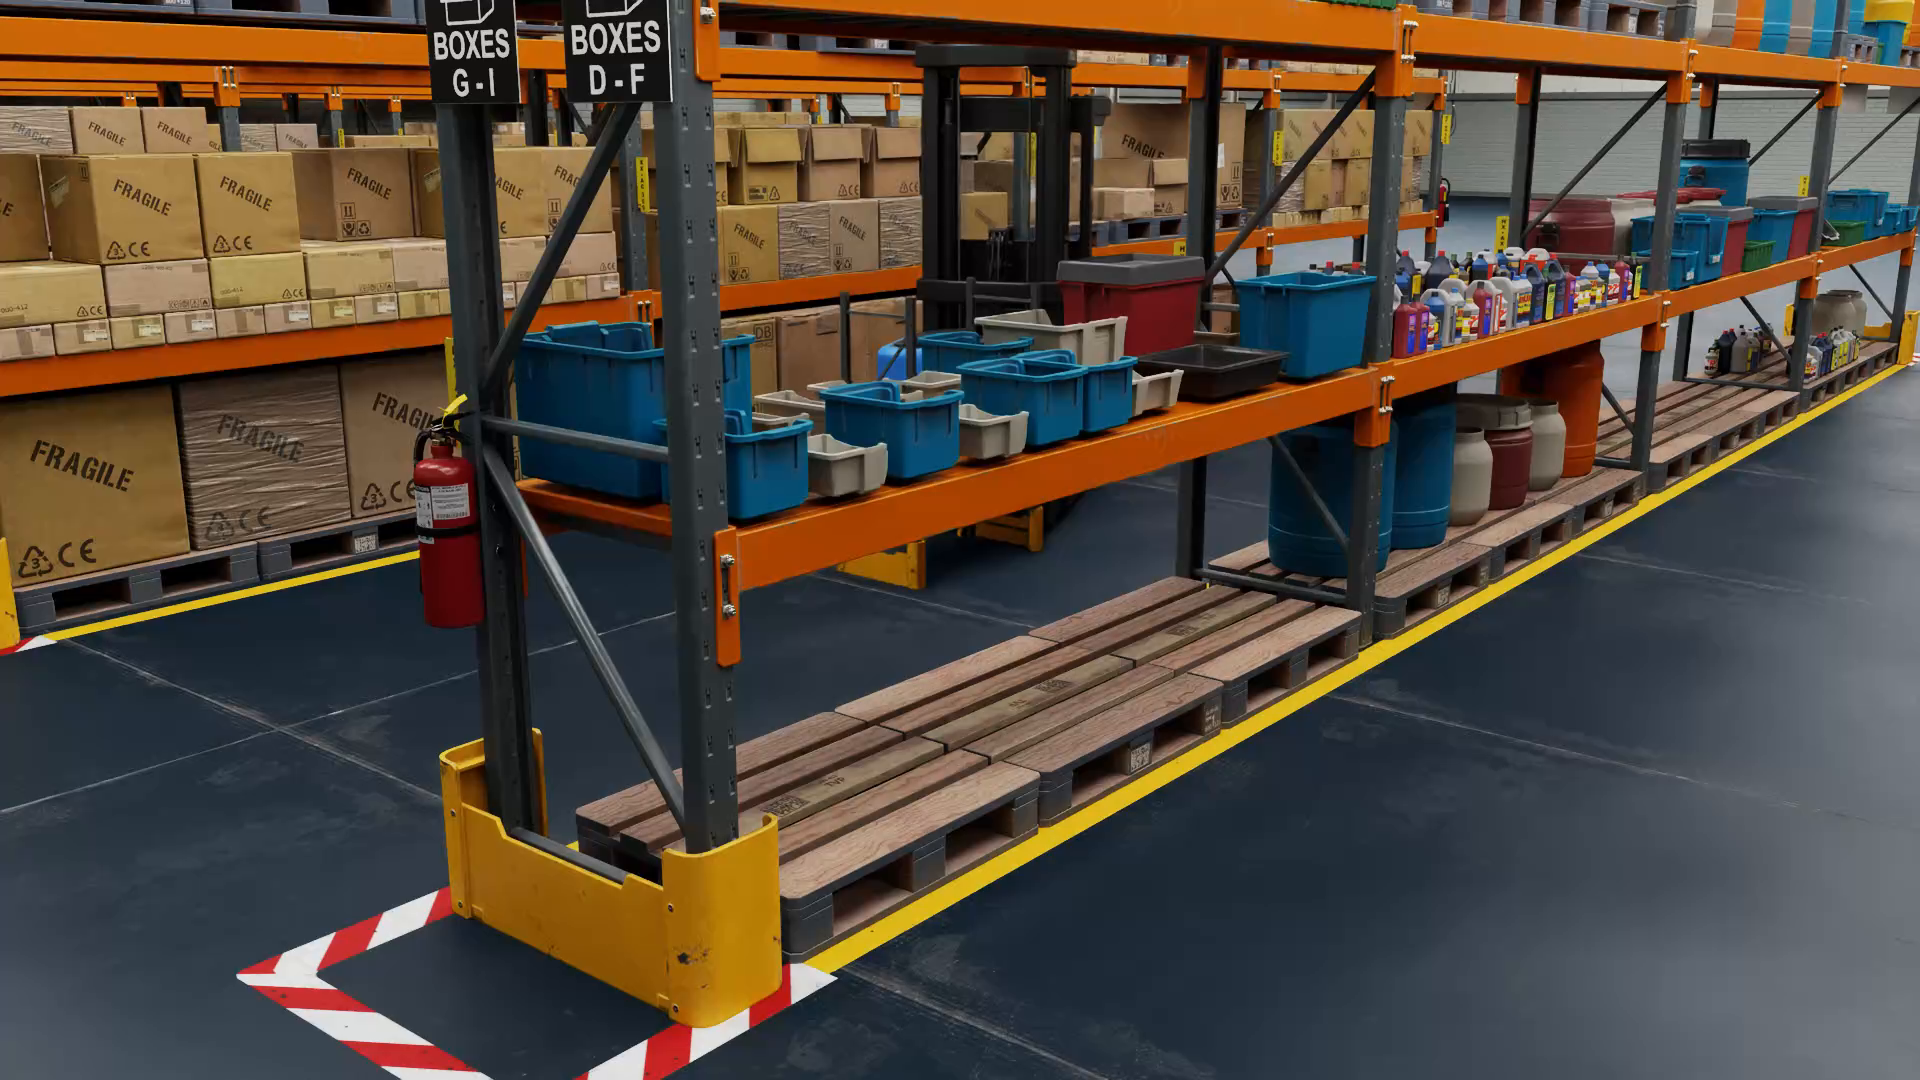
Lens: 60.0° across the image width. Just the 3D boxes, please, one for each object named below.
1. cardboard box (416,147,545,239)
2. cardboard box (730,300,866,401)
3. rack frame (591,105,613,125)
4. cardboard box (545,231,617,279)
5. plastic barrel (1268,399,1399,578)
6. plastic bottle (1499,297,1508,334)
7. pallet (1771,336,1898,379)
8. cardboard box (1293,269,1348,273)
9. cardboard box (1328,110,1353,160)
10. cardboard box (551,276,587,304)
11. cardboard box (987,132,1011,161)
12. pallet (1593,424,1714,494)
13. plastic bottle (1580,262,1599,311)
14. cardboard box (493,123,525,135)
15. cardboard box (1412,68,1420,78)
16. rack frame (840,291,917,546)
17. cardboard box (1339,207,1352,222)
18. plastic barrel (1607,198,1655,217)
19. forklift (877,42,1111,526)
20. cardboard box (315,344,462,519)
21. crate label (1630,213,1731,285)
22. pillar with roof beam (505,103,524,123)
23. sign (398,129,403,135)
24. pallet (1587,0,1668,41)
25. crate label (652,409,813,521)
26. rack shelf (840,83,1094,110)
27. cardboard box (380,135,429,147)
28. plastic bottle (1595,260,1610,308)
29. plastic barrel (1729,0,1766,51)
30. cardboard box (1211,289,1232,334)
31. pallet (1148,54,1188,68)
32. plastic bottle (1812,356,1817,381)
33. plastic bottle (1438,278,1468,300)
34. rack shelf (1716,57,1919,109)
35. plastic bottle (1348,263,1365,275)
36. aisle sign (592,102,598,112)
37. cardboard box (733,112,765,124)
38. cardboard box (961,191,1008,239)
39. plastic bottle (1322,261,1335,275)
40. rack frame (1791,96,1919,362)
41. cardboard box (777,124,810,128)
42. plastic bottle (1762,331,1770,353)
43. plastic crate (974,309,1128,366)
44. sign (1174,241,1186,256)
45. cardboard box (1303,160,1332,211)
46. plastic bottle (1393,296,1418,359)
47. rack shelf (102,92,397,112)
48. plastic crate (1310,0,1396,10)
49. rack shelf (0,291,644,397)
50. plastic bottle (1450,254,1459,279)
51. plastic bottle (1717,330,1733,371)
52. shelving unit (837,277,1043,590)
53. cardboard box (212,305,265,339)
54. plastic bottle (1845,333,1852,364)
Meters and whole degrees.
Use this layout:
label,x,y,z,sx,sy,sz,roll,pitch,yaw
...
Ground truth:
label,x,y,z,sx,sy,sz,roll,pitch,yaw
cardboard box,-2.770,-2.009,9.616,0.500,0.500,0.500,11,18,38
cardboard box,-1.423,-1.269,11.990,1.225,0.875,0.875,10,18,36
rack frame,-5.051,-4.864,22.679,1.000,3.000,0.127,11,18,38
cardboard box,-2.444,-1.745,10.100,0.500,0.250,0.500,11,18,37
plastic barrel,1.837,-0.320,8.200,0.600,0.901,0.708,11,18,38
plastic bottle,2.745,-1.161,8.504,0.097,0.201,0.097,0,14,0
pallet,8.498,-1.802,16.289,1.003,0.211,1.213,11,18,38
cardboard box,4.009,-2.735,18.521,0.500,0.500,0.500,14,20,43
cardboard box,3.766,-4.246,17.409,0.500,0.500,0.500,11,18,38
cardboard box,-2.469,-1.518,10.018,0.380,0.149,0.250,12,18,39
cardboard box,0.150,-5.087,21.059,0.875,0.550,0.500,11,18,38
pallet,4.513,-0.589,11.513,1.003,0.211,1.213,11,18,38
plastic bottle,3.597,-1.454,9.517,0.097,0.271,0.097,0,14,0
cardboard box,-5.742,-5.261,21.264,0.380,0.149,0.250,10,18,35
cardboard box,4.754,-5.250,18.410,0.500,0.250,0.500,11,18,38
rack frame,-0.420,-0.519,8.621,0.500,1.500,0.032,12,18,39
cardboard box,3.959,-3.493,17.791,0.380,0.149,0.250,11,18,38
plastic barrel,4.741,-2.163,11.819,0.421,0.512,0.421,0,14,0
forklift,0.357,-1.819,10.829,1.130,2.935,3.031,4,15,14
cardboard box,-3.413,-0.686,9.694,0.875,0.875,0.875,11,18,38
crate label,4.831,-1.964,11.189,0.502,0.435,0.616,11,18,38
pillar with roof beam,-4.190,-8.645,25.378,9.100,9.000,0.400,11,18,38
sign,-8.486,-6.072,25.244,0.100,0.325,0.005,11,18,38
pallet,3.439,-3.029,9.746,1.003,0.211,1.213,11,18,38
crate label,-0.621,-0.210,4.577,0.416,0.233,0.303,11,18,38
rack shelf,0.120,-5.606,20.967,1.077,0.370,4.000,11,18,38
cardboard box,-6.780,-4.646,20.158,0.500,0.500,0.500,12,19,40
plastic bottle,3.719,-1.492,9.664,0.097,0.271,0.097,0,14,0
plastic barrel,5.092,-3.709,11.167,0.600,0.830,0.708,11,18,38
cardboard box,2.255,-2.218,16.446,0.700,0.500,0.500,10,17,33
pallet,1.537,-4.393,15.112,1.213,0.211,1.003,11,18,38
plastic bottle,7.179,-1.453,14.042,0.097,0.201,0.097,0,14,0
plastic bottle,2.533,-1.203,8.517,0.152,0.276,0.135,11,18,38
rack shelf,7.767,-4.052,14.852,1.077,0.370,4.000,11,18,38
plastic bottle,2.033,-1.248,8.544,0.144,0.351,0.185,11,18,38
aisle sign,-6.130,-7.625,28.266,0.394,0.787,0.004,11,18,38
cardboard box,-3.252,-5.967,24.180,0.700,0.500,0.500,11,18,37
cardboard box,0.026,-2.480,13.091,0.500,0.500,0.500,12,19,39
plastic bottle,1.921,-1.270,8.632,0.144,0.351,0.185,11,18,38
rack frame,9.024,-3.330,16.640,1.000,3.000,0.127,11,18,38
cardboard box,-2.084,-4.359,18.457,0.700,0.500,0.500,11,18,38
plastic bottle,7.577,-1.868,15.676,0.097,0.201,0.097,0,14,0
plastic crate,0.379,-0.740,6.562,0.437,0.282,0.530,11,18,38
sign,1.055,-1.252,7.896,0.100,0.325,0.005,11,18,38
cardboard box,3.330,-3.690,17.250,0.875,0.500,0.500,11,18,38
plastic bottle,2.044,-0.980,7.625,0.061,0.283,0.133,11,18,38
rack shelf,-10.171,-6.354,23.911,1.077,0.370,4.000,11,18,38
plastic crate,1.451,-2.255,6.747,0.450,0.188,0.662,11,18,38
rack shelf,-3.628,-1.067,9.192,1.077,0.370,4.000,11,18,38
plastic bottle,2.917,-1.557,9.899,0.061,0.283,0.133,11,18,38
plastic bottle,6.690,-1.662,14.558,0.144,0.351,0.185,11,18,36
shelving unit,-0.098,-0.613,8.991,0.587,1.500,1.083,12,18,39
cardboard box,-3.761,-1.125,8.469,0.380,0.149,0.250,11,18,36
plastic bottle,7.944,-1.733,14.992,0.152,0.276,0.135,11,18,36
